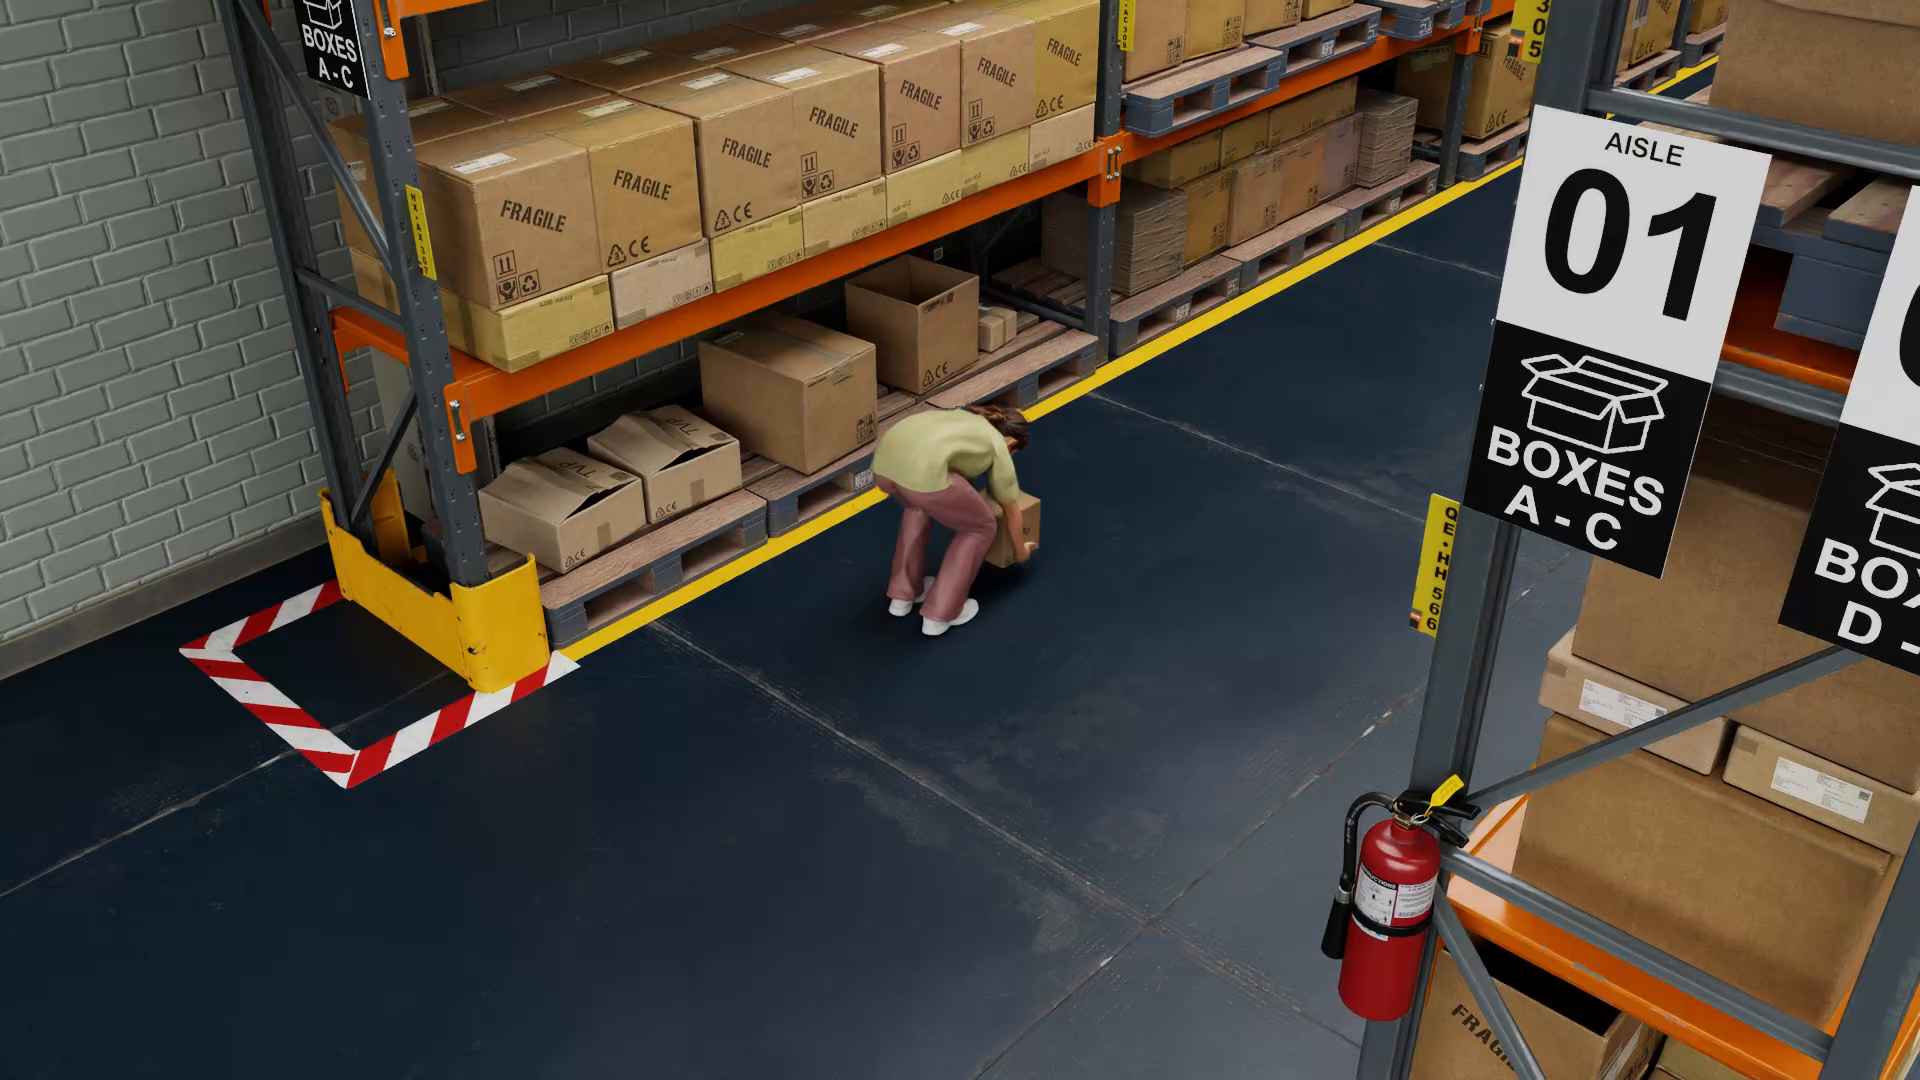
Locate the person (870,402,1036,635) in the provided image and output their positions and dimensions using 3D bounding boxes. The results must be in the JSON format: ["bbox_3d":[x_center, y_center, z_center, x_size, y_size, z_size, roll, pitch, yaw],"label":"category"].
[{"bbox_3d":[-0.011,-0.159,7.093,0.461,0.947,0.855,23,38,33],"label":"person"}]
